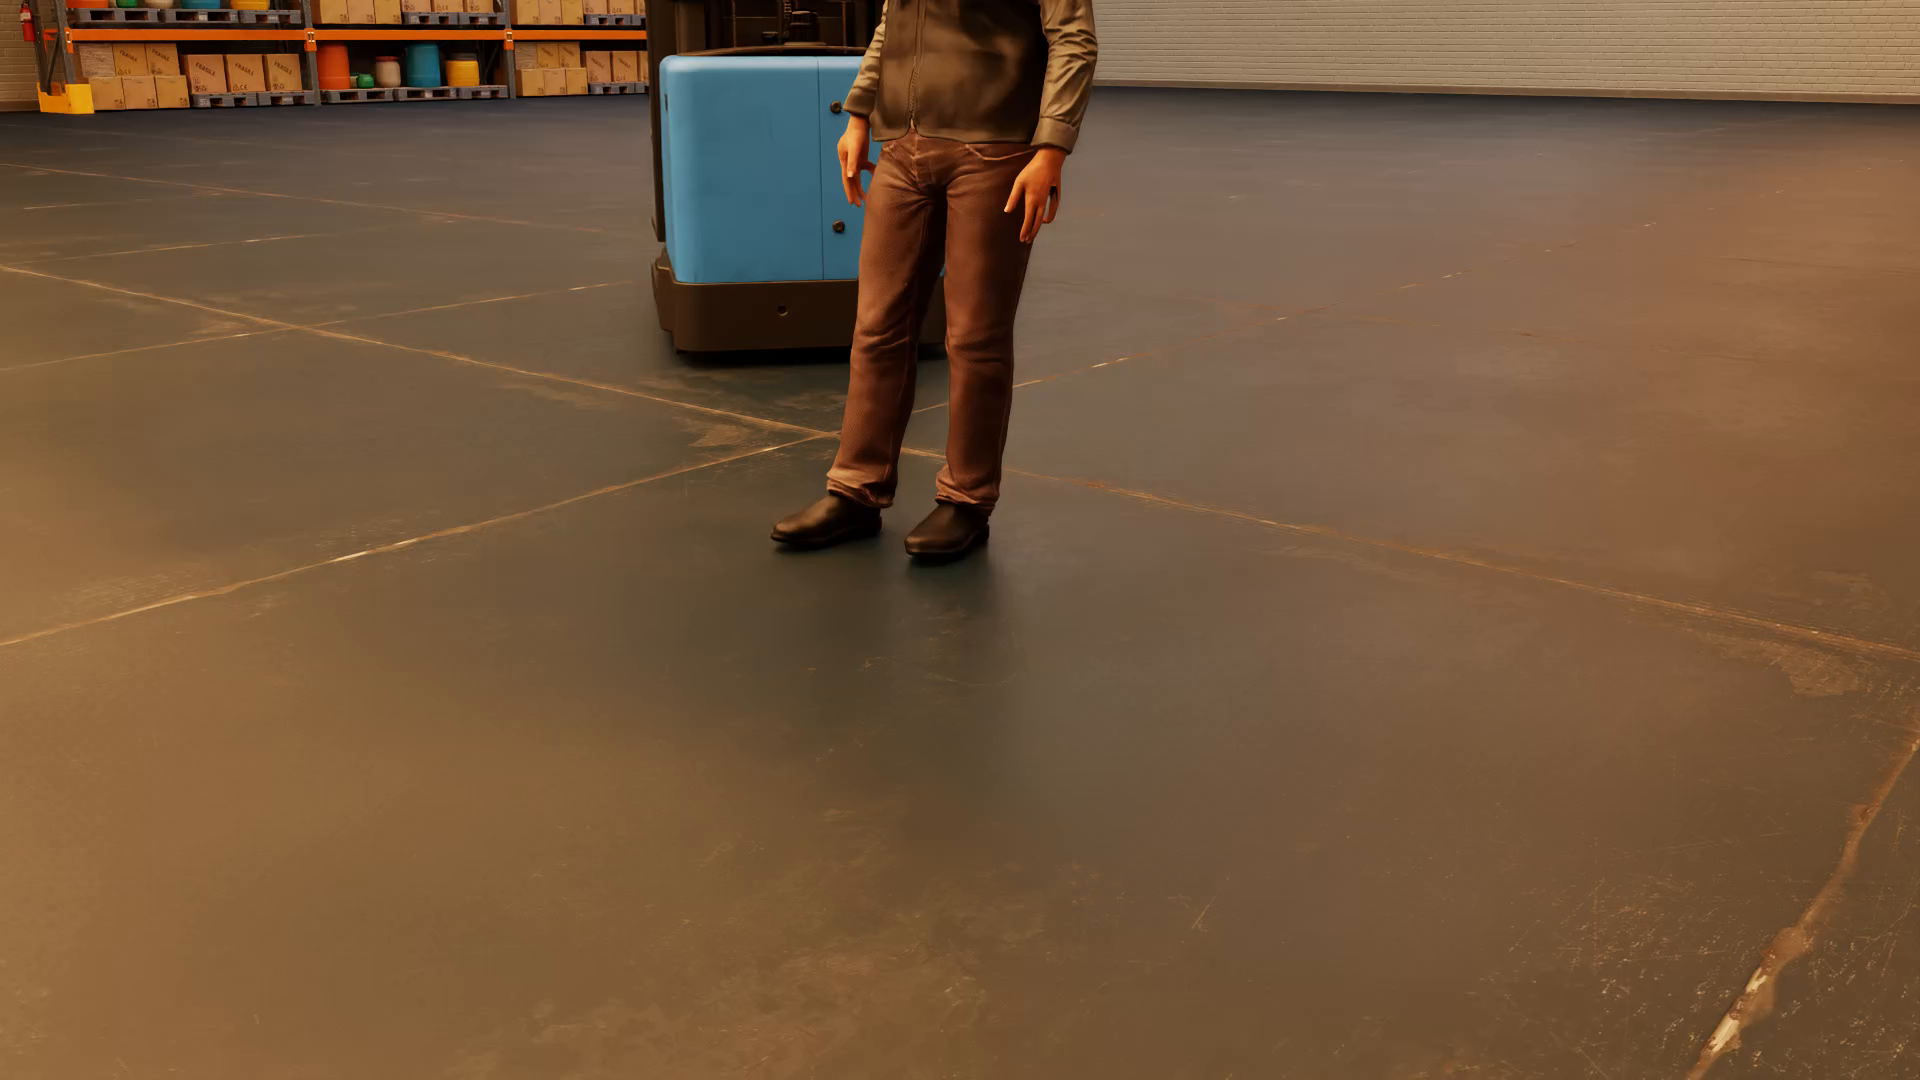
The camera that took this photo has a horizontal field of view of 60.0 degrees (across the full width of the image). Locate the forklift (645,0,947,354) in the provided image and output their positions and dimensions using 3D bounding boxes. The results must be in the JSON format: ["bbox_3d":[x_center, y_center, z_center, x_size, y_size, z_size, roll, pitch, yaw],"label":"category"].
[{"bbox_3d":[-0.791,-2.455,6.984,1.130,2.935,3.031,-3,17,-11],"label":"forklift"}]

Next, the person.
[{"bbox_3d":[-0.046,-0.818,3.649,0.632,1.720,0.568,13,21,37],"label":"person"}]
